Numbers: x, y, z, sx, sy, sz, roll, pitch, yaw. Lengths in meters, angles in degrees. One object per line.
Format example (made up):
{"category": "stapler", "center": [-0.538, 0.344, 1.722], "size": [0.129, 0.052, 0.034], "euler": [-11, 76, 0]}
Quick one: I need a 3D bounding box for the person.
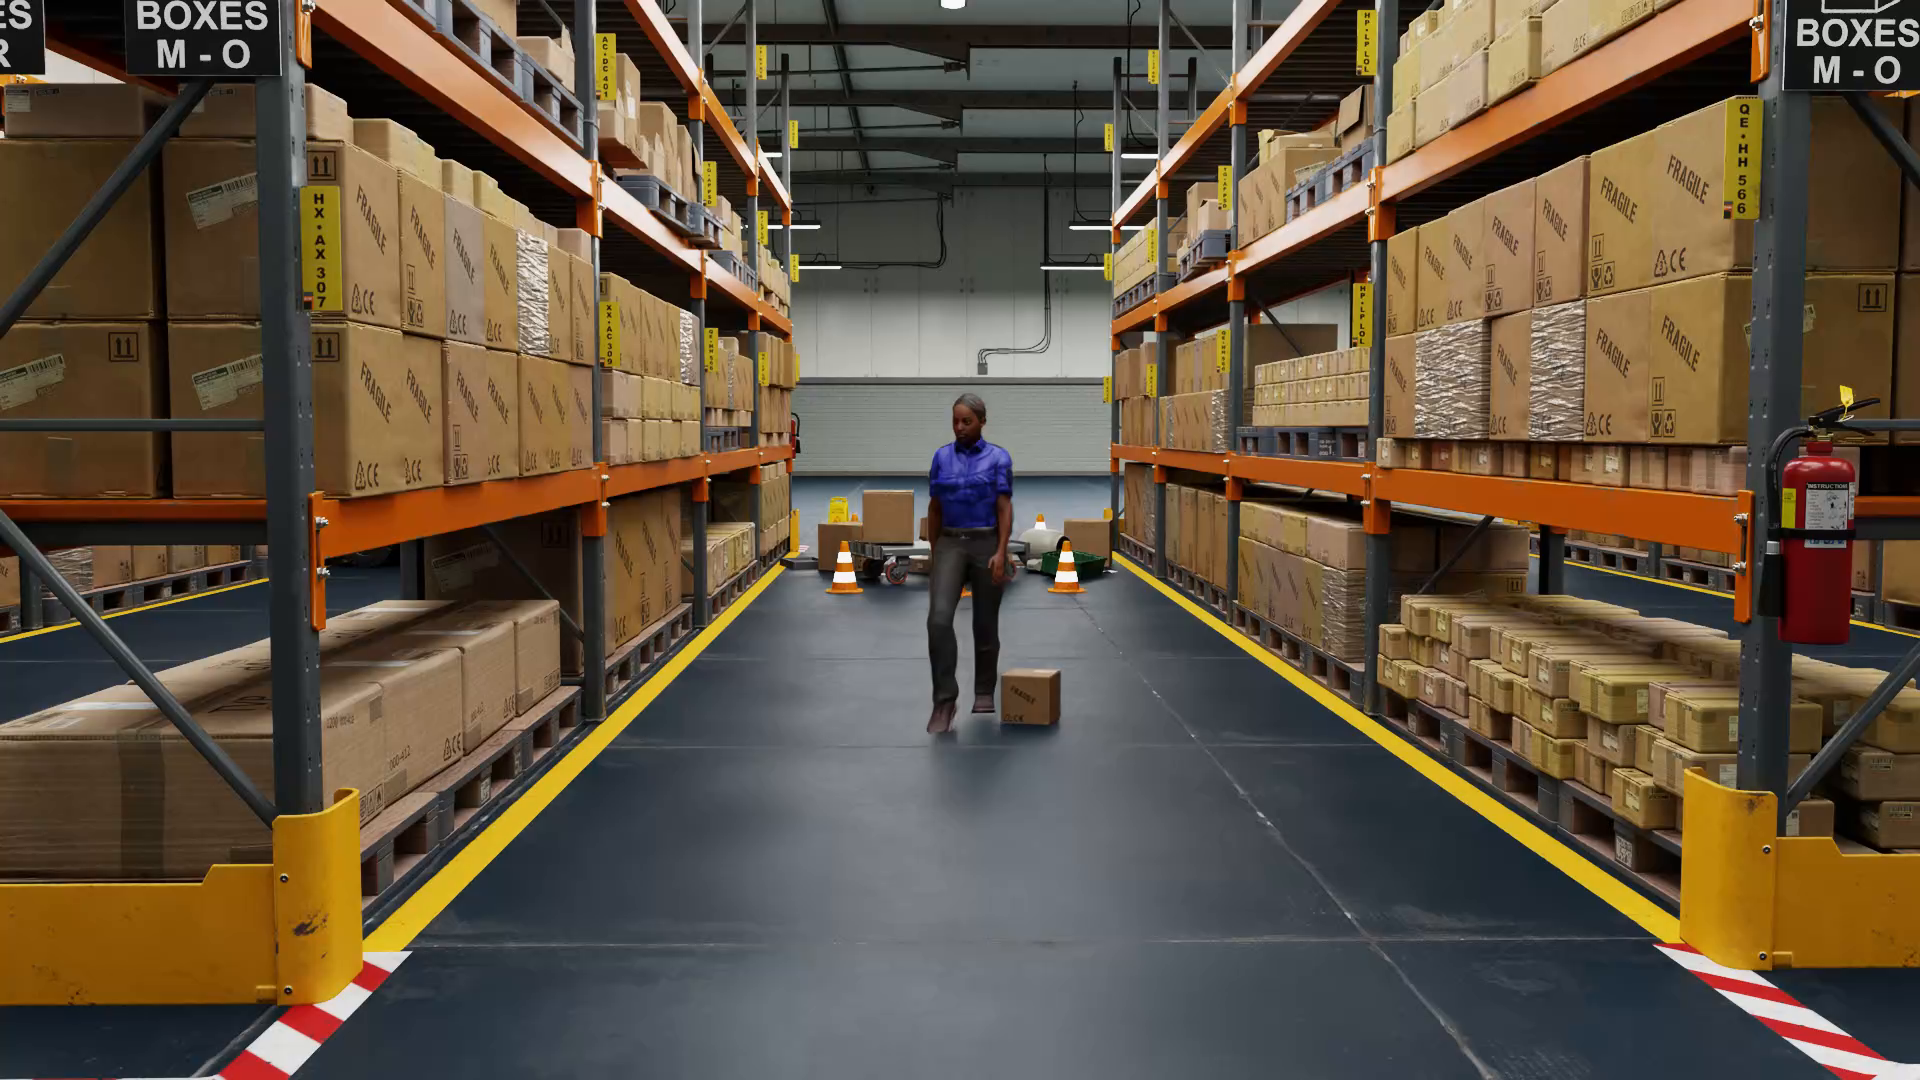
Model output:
{"category": "person", "center": [0.045, 0.115, 8.411], "size": [0.453, 1.710, 0.626], "euler": [1, 4, 8]}
